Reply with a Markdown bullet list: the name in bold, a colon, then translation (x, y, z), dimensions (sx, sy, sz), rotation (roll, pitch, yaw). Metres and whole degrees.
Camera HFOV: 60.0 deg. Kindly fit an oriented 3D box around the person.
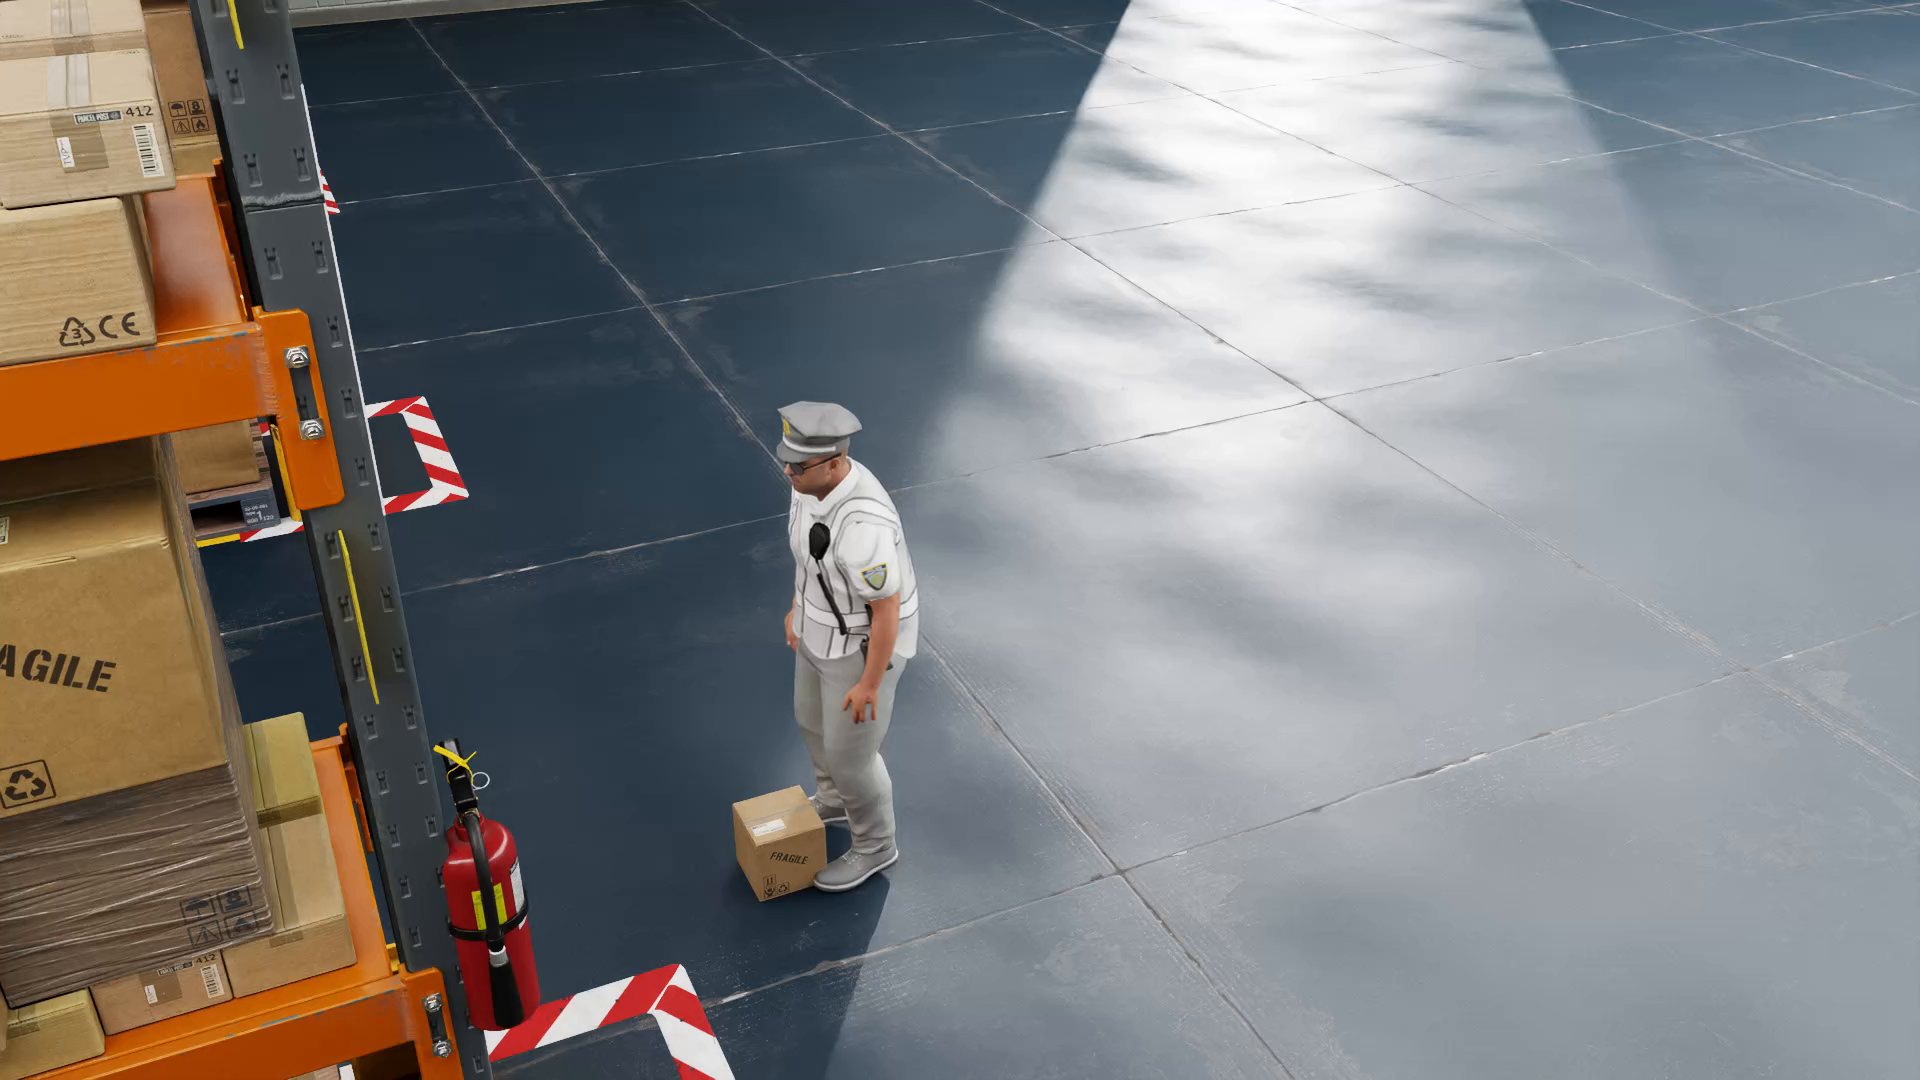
- **person**: translation (-0.376, 0.338, 5.512), dimensions (0.428, 1.751, 0.605), rotation (-15, 32, -24)
